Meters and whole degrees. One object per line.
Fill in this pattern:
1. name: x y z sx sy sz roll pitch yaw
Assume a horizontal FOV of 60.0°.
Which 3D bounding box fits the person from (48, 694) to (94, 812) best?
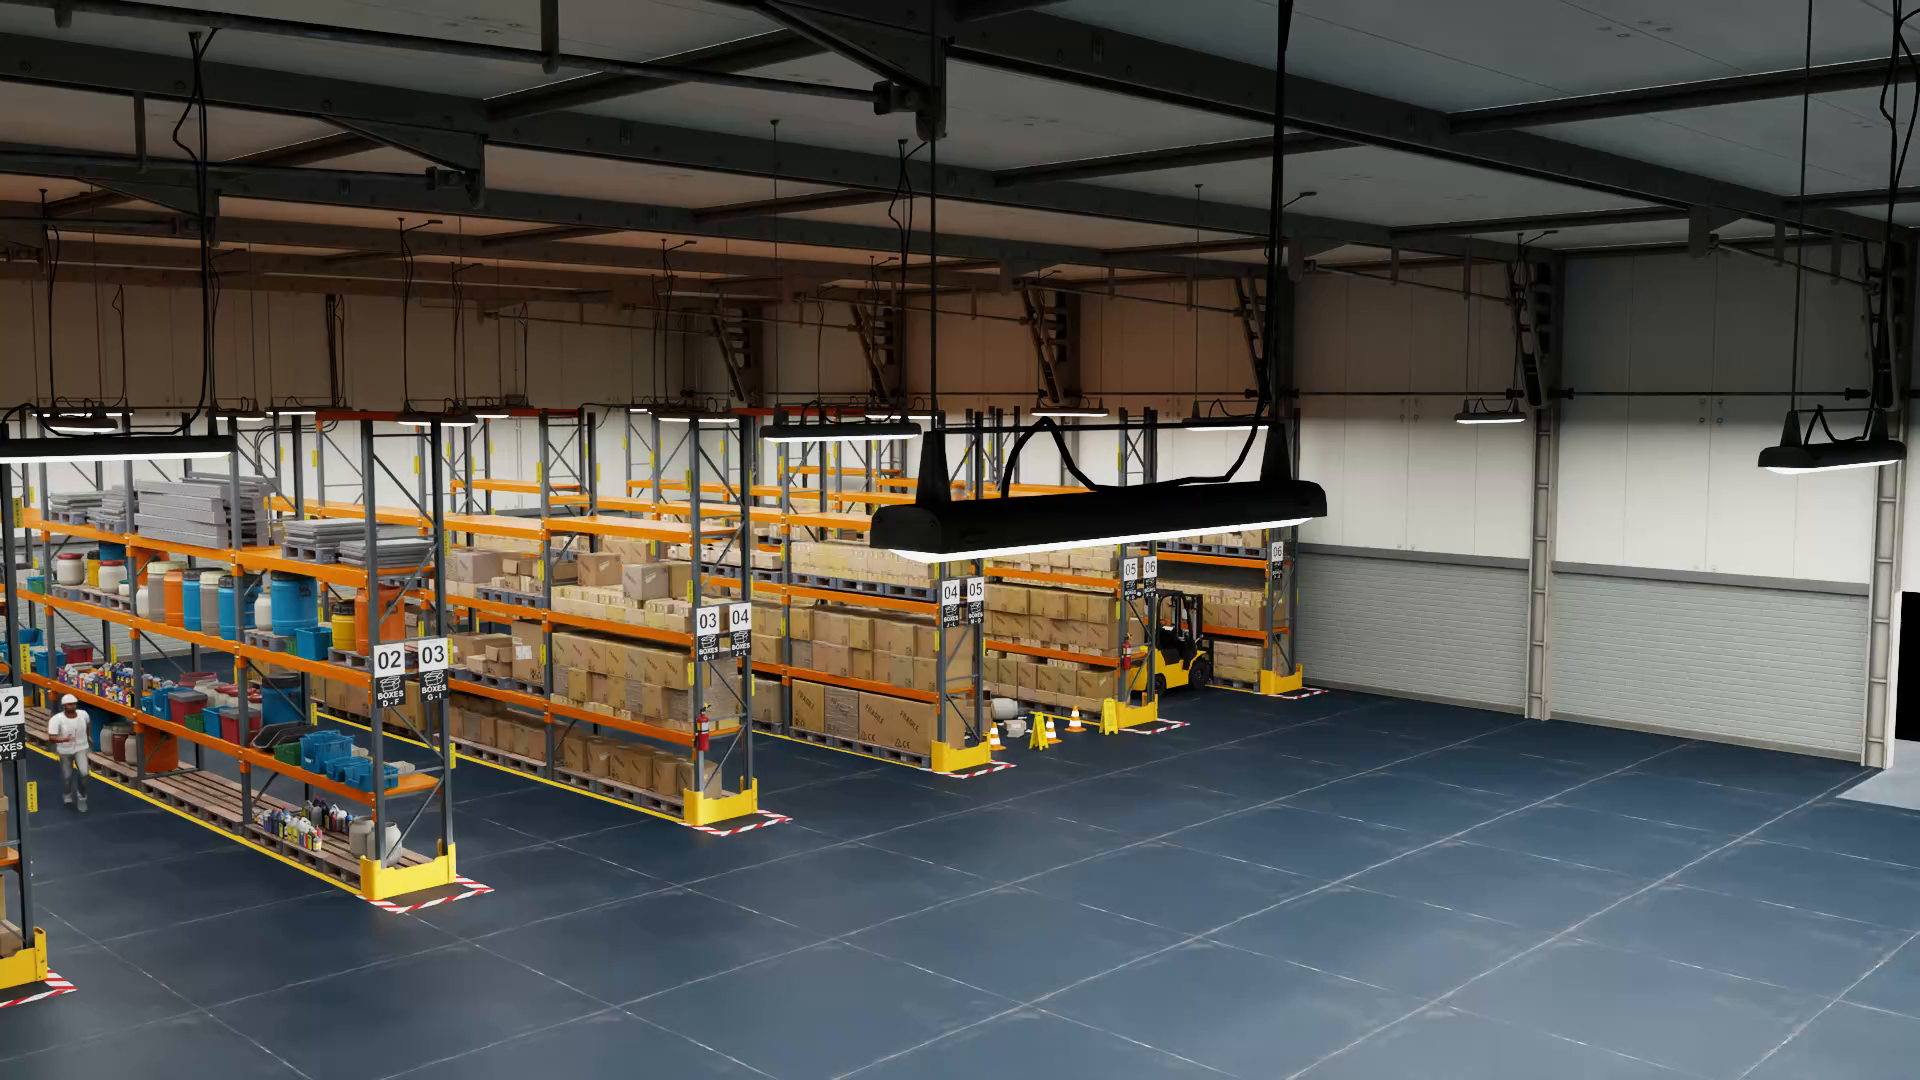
1. person: -13.439 3.227 25.179 0.651 1.810 0.833 -4 6 -38
